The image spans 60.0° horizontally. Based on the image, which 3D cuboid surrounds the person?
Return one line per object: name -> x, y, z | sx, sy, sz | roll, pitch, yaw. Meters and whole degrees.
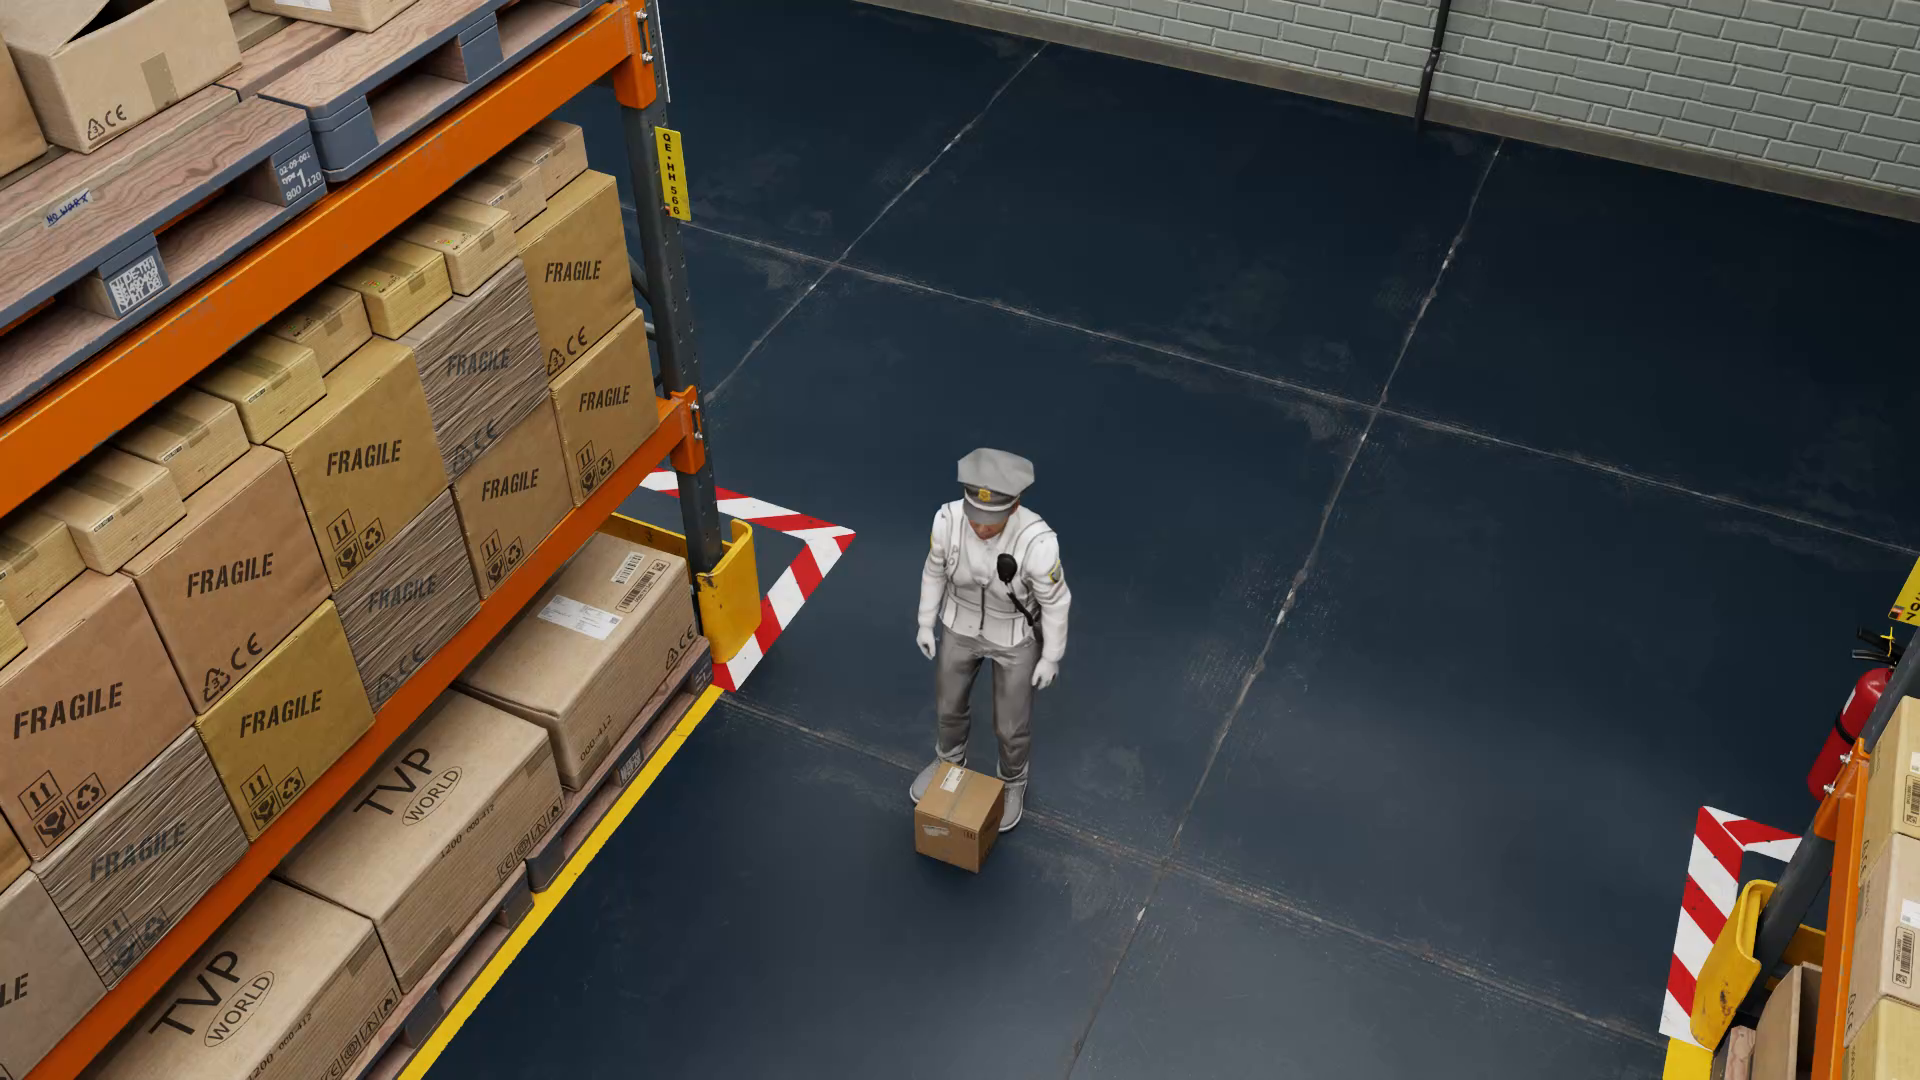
person -> 0.103, 0.343, 5.779 | 0.546, 1.665, 0.374 | 15, 44, 16
